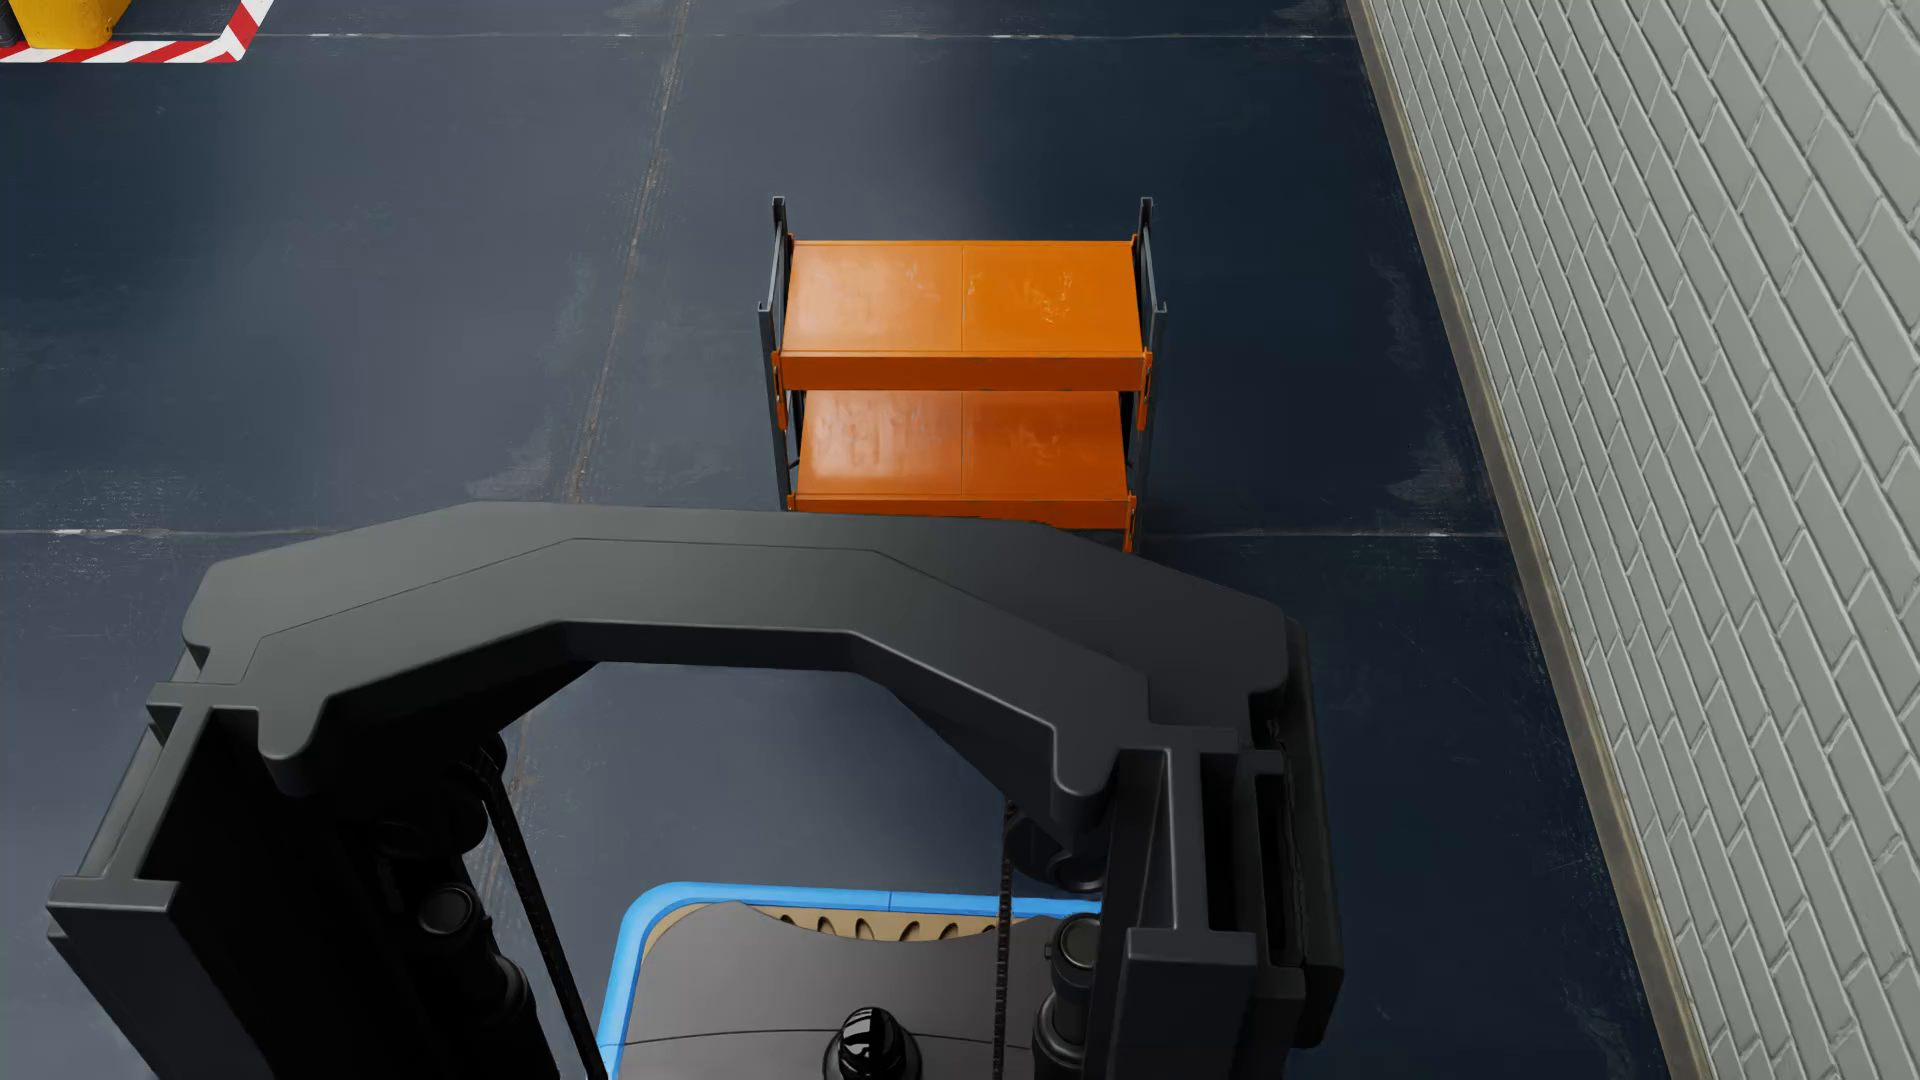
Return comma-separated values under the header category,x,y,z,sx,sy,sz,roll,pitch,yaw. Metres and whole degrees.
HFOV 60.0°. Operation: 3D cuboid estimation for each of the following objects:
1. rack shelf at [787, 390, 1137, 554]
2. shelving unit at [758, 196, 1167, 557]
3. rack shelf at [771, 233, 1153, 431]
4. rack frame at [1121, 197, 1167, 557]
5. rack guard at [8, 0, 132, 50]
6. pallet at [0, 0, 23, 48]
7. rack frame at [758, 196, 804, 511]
category,x,y,z,sx,sy,sz,roll,pitch,yaw
rack shelf,0.007,-0.217,5.017,1.000,0.278,0.538,0,47,0
shelving unit,0.007,-0.383,4.838,1.048,1.125,0.538,0,47,0
rack shelf,0.007,-0.583,4.624,1.000,0.278,0.538,0,47,0
rack frame,0.515,-0.382,4.837,0.032,1.125,0.500,0,47,0
rack guard,-3.902,-2.735,7.454,0.348,0.500,1.175,0,47,0
pallet,-4.726,-2.581,7.508,1.213,0.211,1.003,0,47,0
rack frame,-0.502,-0.385,4.840,0.032,1.125,0.500,0,47,0
